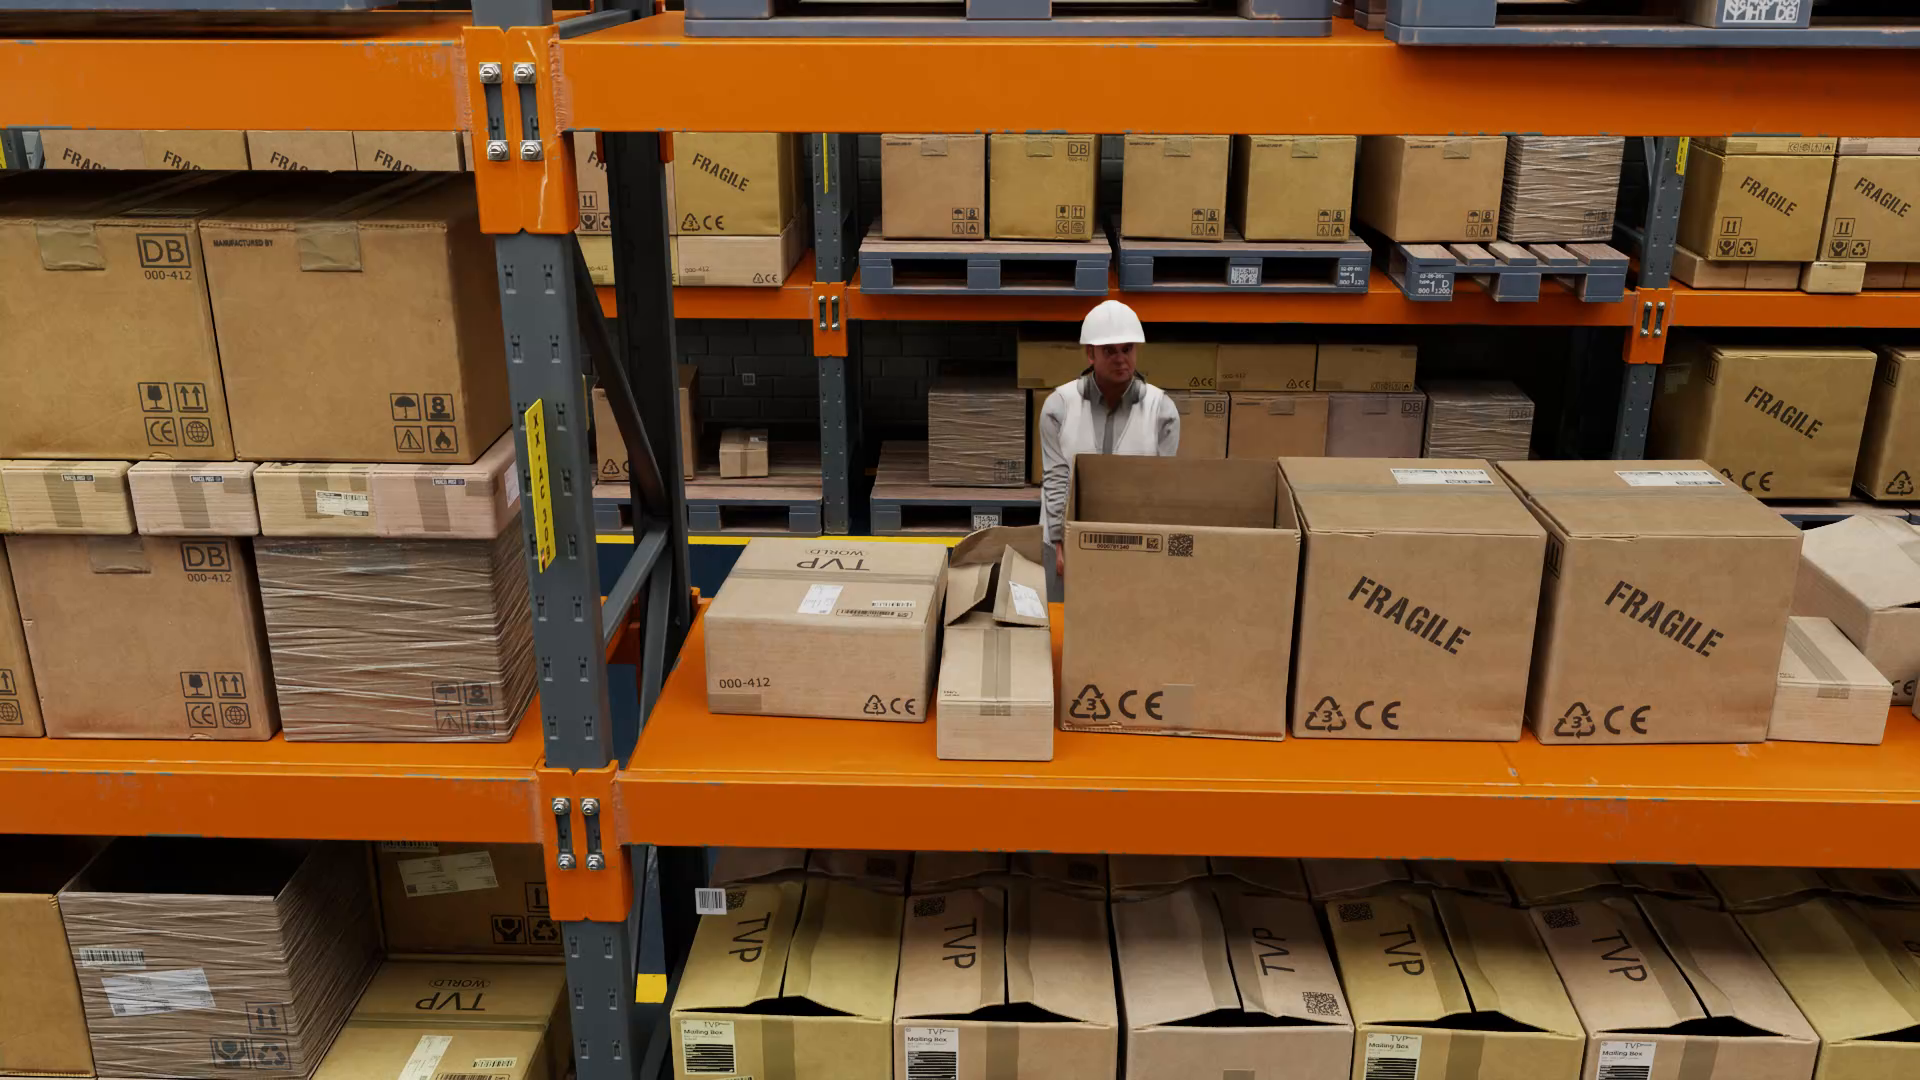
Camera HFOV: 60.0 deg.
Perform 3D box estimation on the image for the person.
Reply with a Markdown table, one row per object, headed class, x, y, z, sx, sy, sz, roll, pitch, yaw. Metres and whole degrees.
| class | x | y | z | sx | sy | sz | roll | pitch | yaw |
| --- | --- | --- | --- | --- | --- | --- | --- | --- | --- |
| person | 0.524 | 0.047 | 5.925 | 0.495 | 1.772 | 0.558 | 1 | 21 | 1 |
